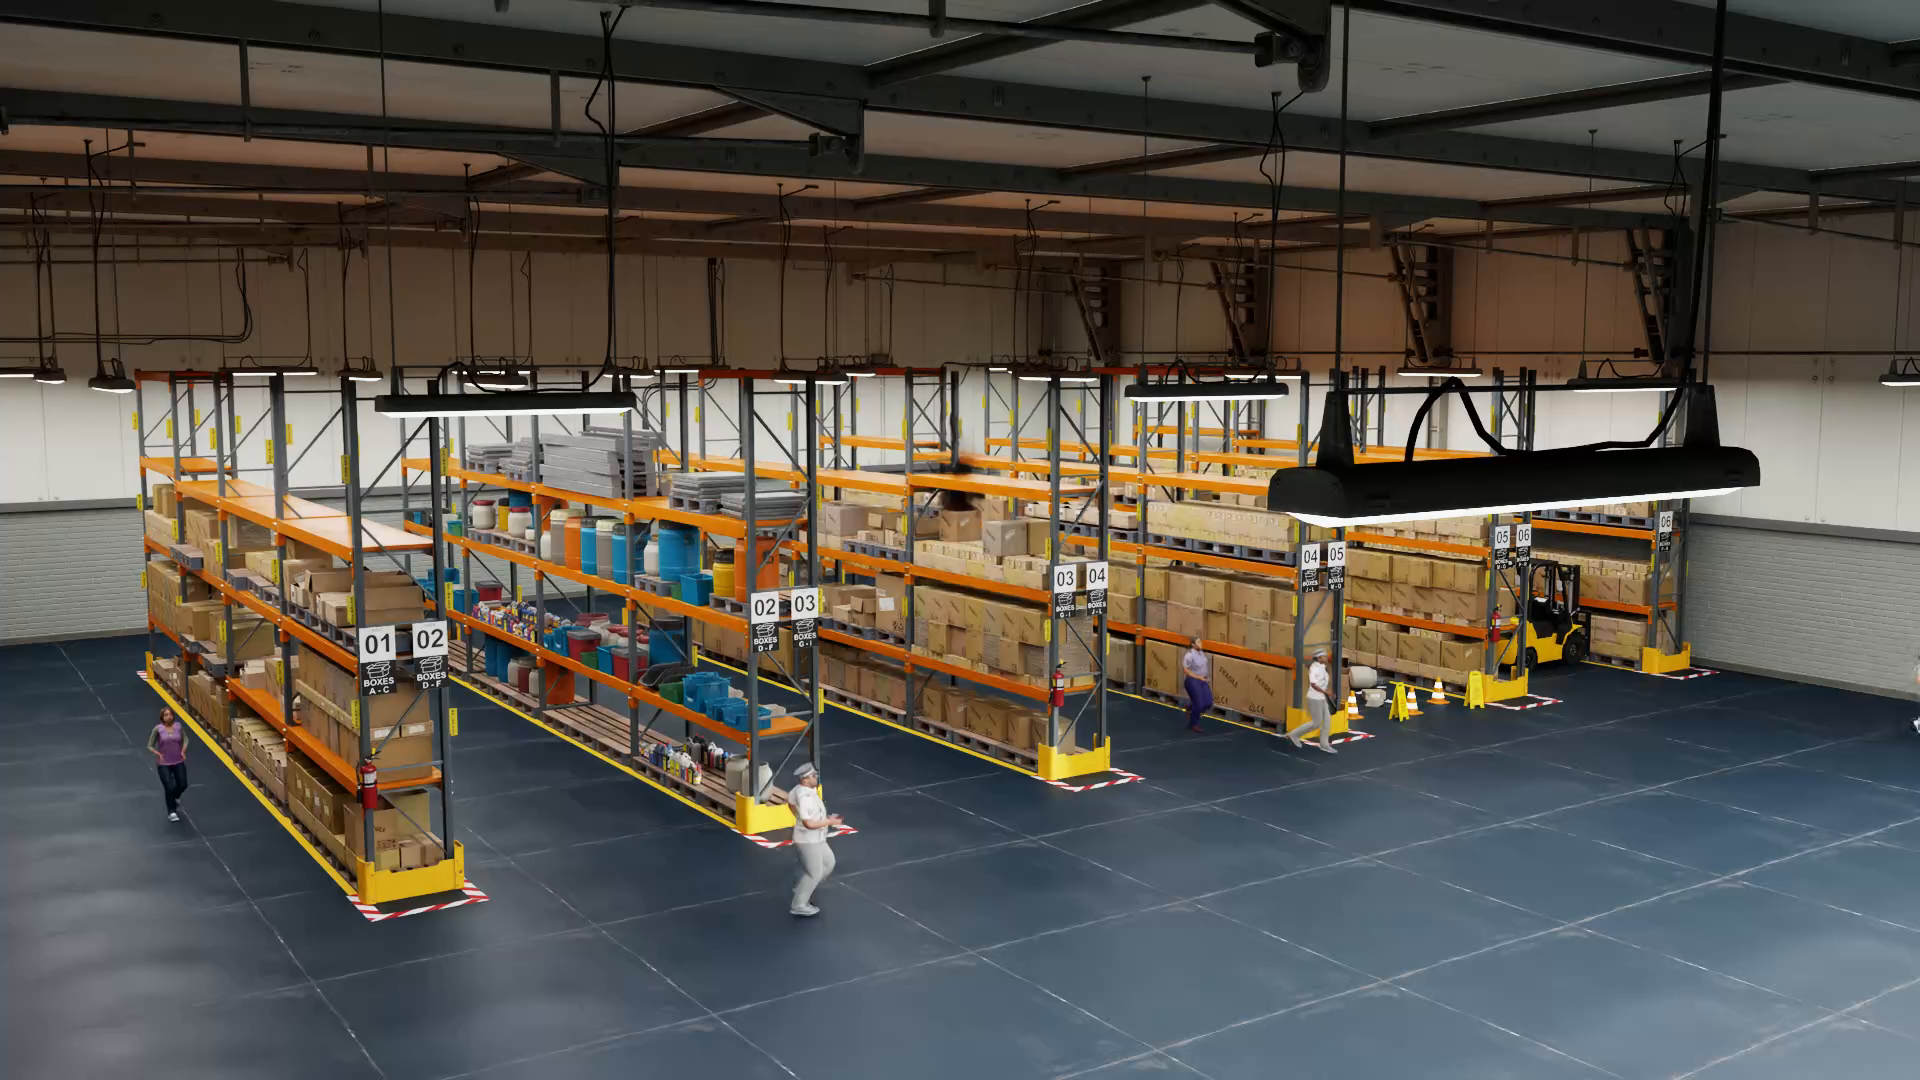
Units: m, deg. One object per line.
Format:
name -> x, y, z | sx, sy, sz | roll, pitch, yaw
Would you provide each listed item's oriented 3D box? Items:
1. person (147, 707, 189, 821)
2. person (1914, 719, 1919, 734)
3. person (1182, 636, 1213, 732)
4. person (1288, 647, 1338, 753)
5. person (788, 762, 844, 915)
person -> -10.691, 3.024, 22.510 | 0.532, 1.550, 0.551 | -5, 8, -38
person -> 15.578, 2.545, 26.507 | 0.632, 1.635, 0.564 | 5, 8, 37
person -> 3.940, 2.398, 27.774 | 0.552, 1.606, 0.609 | 5, 8, 39
person -> 5.631, 2.529, 26.406 | 0.769, 1.699, 0.601 | 2, 7, 19
person -> -1.621, 3.354, 18.712 | 0.621, 1.764, 0.648 | -1, 6, -7
